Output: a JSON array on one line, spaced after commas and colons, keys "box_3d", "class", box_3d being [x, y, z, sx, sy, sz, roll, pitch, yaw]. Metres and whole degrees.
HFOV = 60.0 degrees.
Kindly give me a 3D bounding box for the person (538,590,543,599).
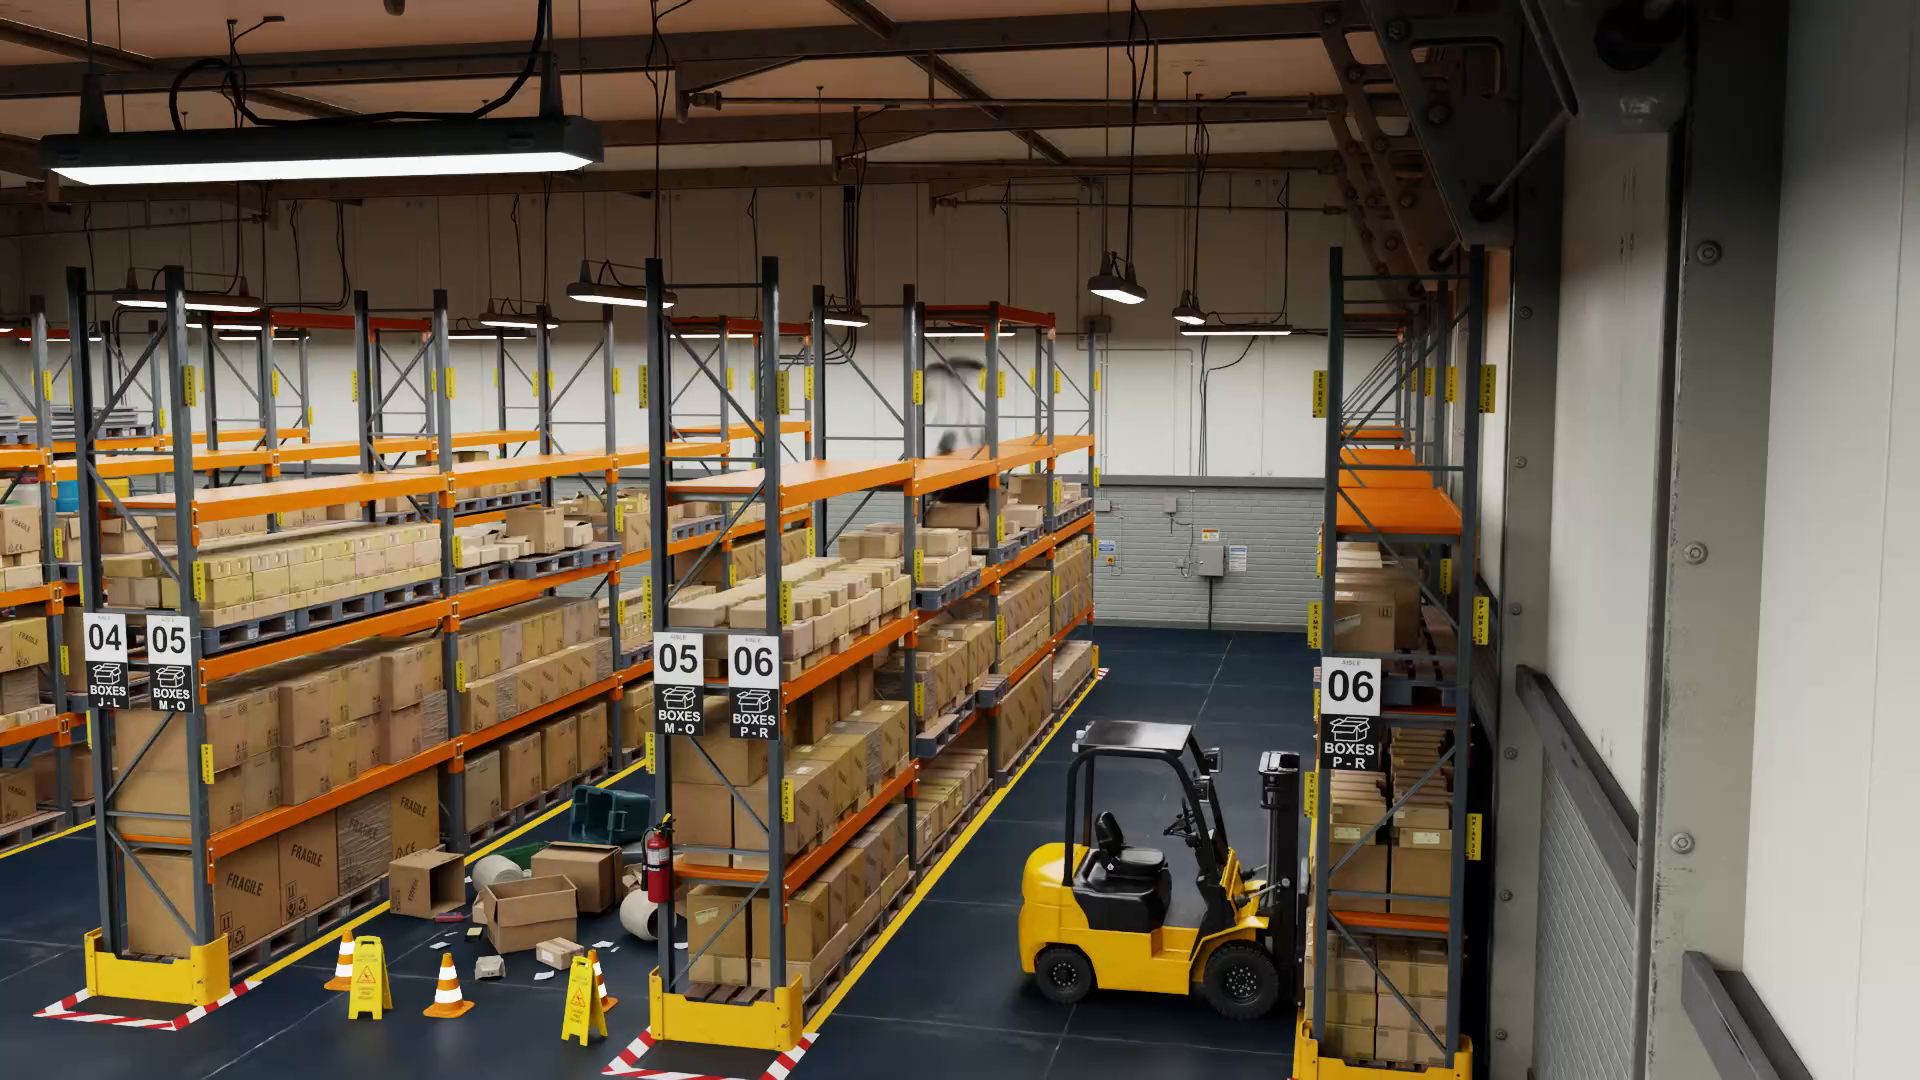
[{"box_3d": [-6.850, 1.576, 27.497, 0.614, 1.643, 0.783, 1, 6, 9], "class": "person"}]
